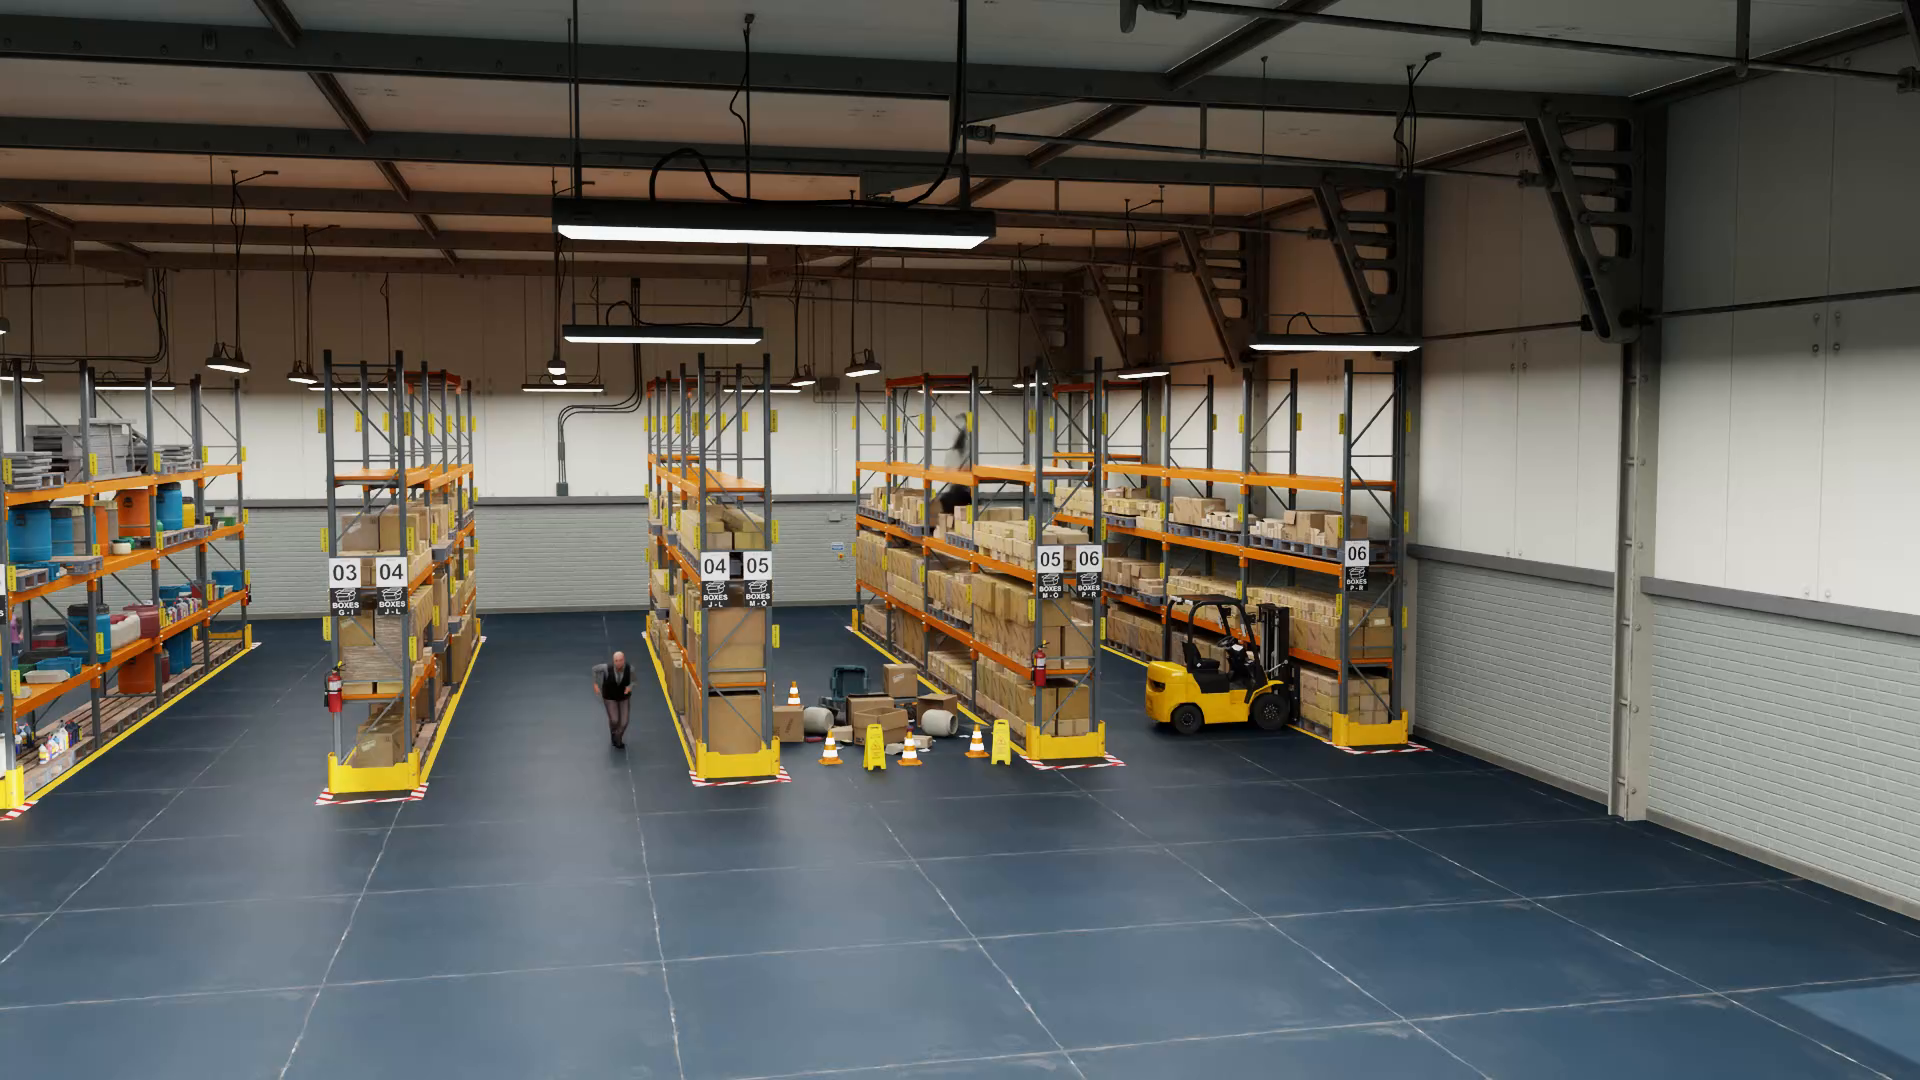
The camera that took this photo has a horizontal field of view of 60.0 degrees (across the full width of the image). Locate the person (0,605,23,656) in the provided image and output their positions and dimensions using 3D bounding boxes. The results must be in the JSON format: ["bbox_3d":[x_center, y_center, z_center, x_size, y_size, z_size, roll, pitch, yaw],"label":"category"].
[{"bbox_3d":[-18.079,2.006,31.620,0.536,1.584,0.875,-1,4,-17],"label":"person"}]

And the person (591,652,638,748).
[{"bbox_3d":[-5.287,2.457,25.461,0.685,1.550,0.871,-1,4,-19],"label":"person"}]
